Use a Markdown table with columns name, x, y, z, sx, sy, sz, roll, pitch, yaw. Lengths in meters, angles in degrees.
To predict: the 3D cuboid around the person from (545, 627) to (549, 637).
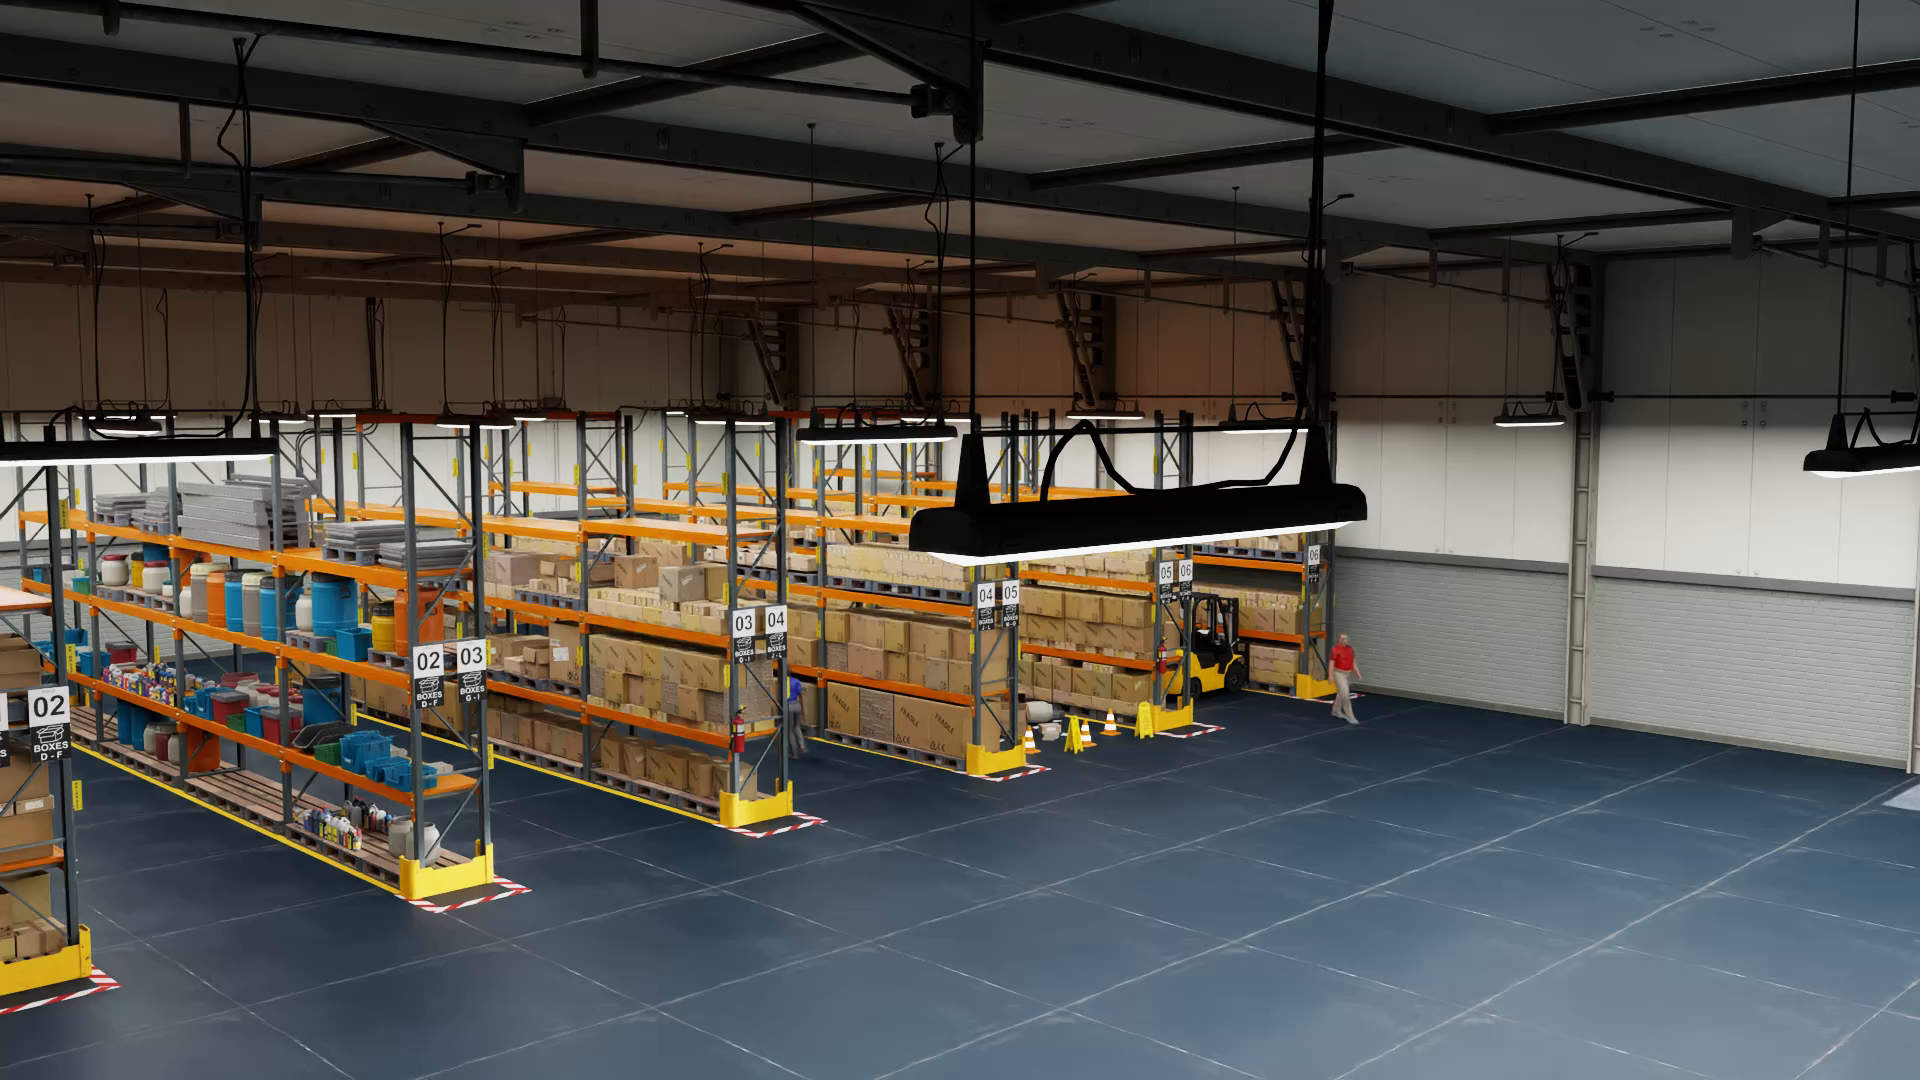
| name | x | y | z | sx | sy | sz | roll | pitch | yaw |
| --- | --- | --- | --- | --- | --- | --- | --- | --- | --- |
| person | -10.258 | 1.856 | 41.487 | 0.556 | 1.719 | 0.485 | 4 | 6 | 38 |

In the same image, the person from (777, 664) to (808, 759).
| name | x | y | z | sx | sy | sz | roll | pitch | yaw |
| --- | --- | --- | --- | --- | --- | --- | --- | --- | --- |
| person | -2.924 | 3.040 | 28.992 | 0.505 | 1.540 | 0.457 | -4 | 6 | -36 |

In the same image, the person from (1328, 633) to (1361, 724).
| name | x | y | z | sx | sy | sz | roll | pitch | yaw |
| --- | --- | --- | --- | --- | --- | --- | --- | --- | --- |
| person | 7.514 | 2.687 | 32.390 | 0.560 | 1.765 | 0.771 | -4 | 6 | -38 |
